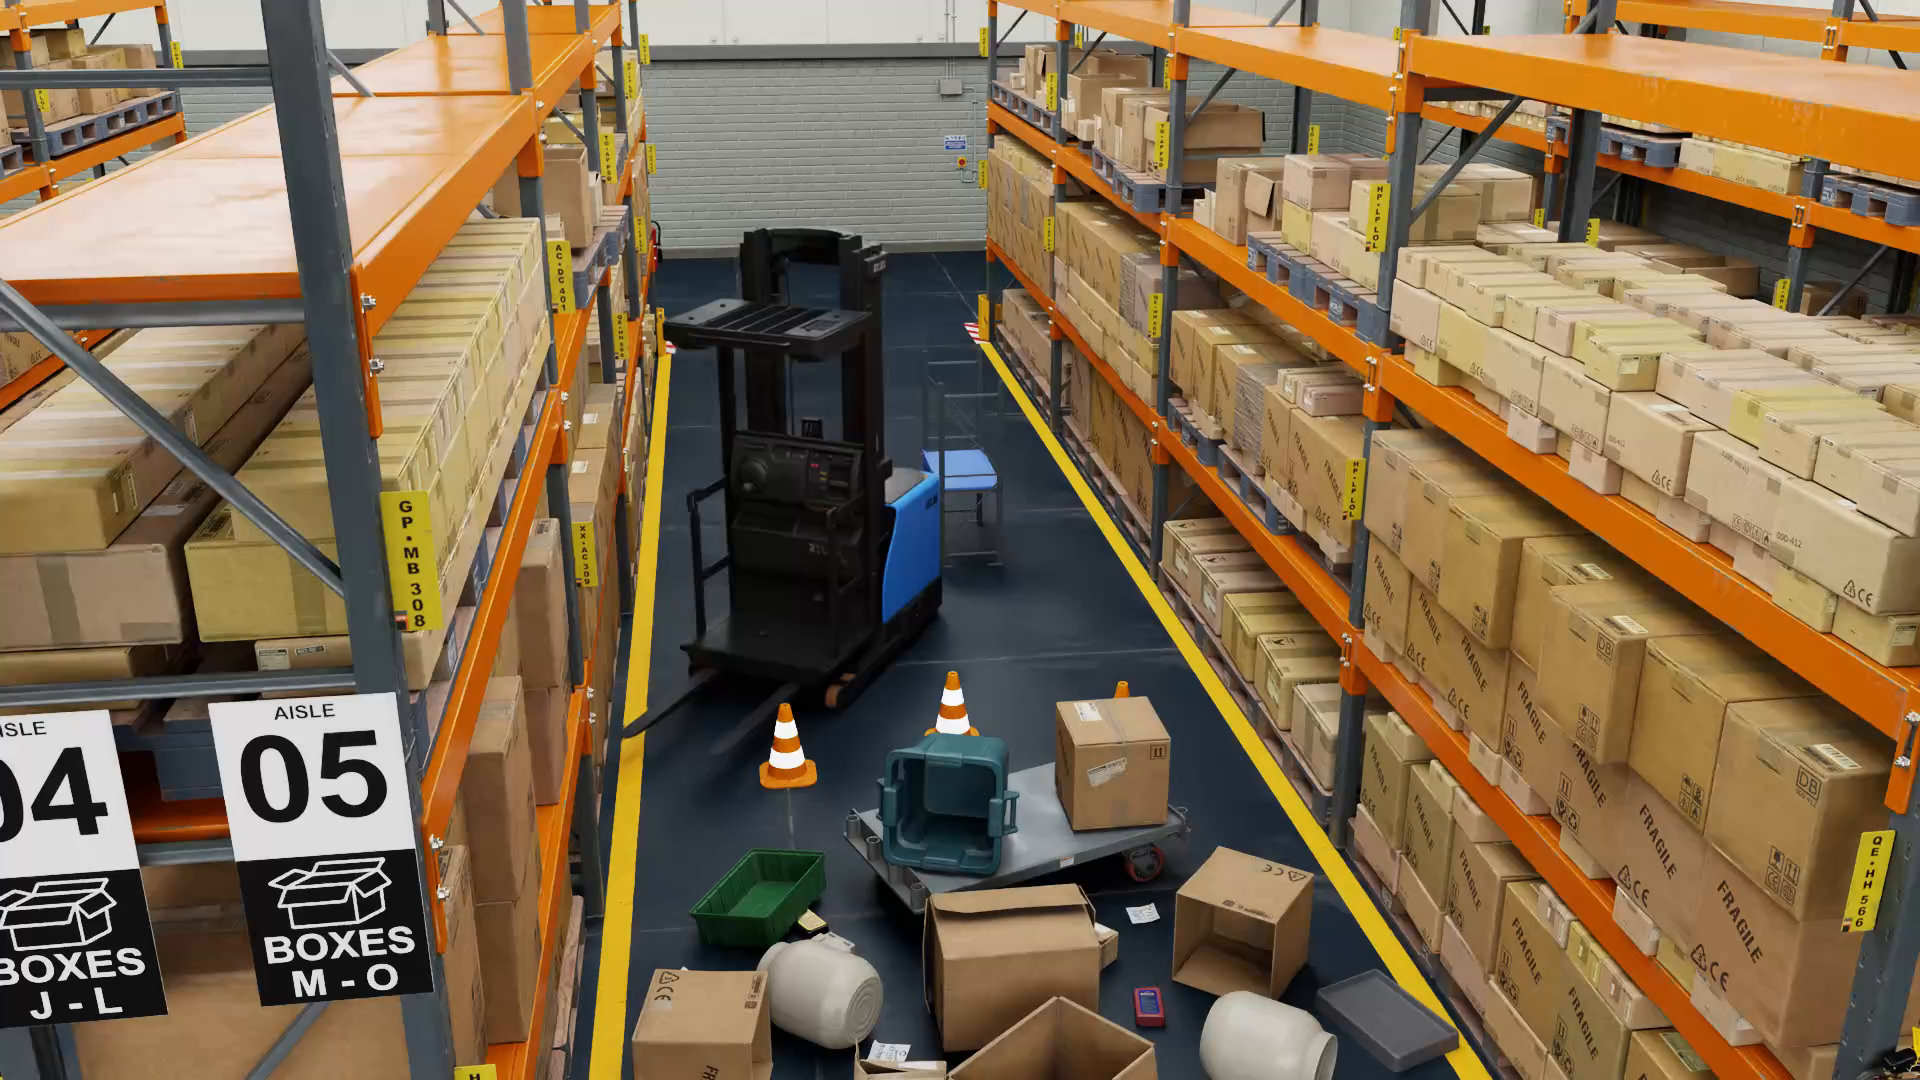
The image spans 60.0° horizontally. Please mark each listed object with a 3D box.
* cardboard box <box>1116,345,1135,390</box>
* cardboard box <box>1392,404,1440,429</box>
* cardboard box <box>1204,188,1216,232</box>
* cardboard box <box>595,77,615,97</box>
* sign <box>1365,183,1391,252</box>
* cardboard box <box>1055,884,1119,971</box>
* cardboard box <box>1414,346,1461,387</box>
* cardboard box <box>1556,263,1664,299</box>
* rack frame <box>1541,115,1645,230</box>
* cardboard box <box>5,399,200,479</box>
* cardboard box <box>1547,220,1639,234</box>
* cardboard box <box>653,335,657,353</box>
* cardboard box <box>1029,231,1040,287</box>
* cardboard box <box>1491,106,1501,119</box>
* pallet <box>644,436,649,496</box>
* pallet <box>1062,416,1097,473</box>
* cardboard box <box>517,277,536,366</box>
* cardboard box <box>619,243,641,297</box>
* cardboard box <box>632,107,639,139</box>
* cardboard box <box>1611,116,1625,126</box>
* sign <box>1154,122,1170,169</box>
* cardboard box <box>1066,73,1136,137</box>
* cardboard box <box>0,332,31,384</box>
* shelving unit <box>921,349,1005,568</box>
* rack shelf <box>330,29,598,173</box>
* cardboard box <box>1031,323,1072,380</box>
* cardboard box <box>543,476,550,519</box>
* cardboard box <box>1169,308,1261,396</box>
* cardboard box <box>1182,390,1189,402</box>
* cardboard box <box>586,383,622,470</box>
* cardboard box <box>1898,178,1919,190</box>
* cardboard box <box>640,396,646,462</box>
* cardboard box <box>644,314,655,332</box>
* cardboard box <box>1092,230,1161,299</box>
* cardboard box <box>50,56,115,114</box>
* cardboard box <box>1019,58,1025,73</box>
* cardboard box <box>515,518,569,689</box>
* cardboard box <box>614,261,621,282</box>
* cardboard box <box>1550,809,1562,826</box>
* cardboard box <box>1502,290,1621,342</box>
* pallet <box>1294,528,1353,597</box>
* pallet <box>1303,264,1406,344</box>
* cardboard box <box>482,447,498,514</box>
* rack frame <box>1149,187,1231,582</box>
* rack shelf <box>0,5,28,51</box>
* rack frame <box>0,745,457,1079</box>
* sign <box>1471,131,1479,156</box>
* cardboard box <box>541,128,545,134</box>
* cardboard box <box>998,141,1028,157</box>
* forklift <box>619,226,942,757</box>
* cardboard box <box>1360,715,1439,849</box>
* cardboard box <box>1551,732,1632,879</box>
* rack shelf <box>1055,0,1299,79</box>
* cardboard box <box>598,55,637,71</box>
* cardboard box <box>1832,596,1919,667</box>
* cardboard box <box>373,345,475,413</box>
[{"bbox_3d":[1.558,-1.397,13.384,0.500,0.250,0.500,-3,21,-7],"label":"cardboard box"},{"bbox_3d":[2.697,-0.477,9.539,0.500,0.500,0.500,-3,21,-8],"label":"cardboard box"},{"bbox_3d":[1.891,-2.265,11.399,0.396,0.266,0.258,-3,21,-8],"label":"cardboard box"},{"bbox_3d":[-3.285,-4.098,15.045,0.380,0.149,0.250,-3,21,-9],"label":"cardboard box"},{"bbox_3d":[2.005,-1.547,7.982,0.100,0.325,0.005,-3,21,-8],"label":"sign"},{"bbox_3d":[0.547,1.927,8.178,0.396,0.266,0.258,17,27,39],"label":"cardboard box"},{"bbox_3d":[2.336,-0.818,7.691,0.380,0.149,0.250,-3,21,-8],"label":"cardboard box"},{"bbox_3d":[2.878,-1.126,7.376,0.380,0.149,0.250,-2,21,-6],"label":"cardboard box"},{"bbox_3d":[6.312,-2.766,16.834,1.000,3.000,0.127,-3,21,-8],"label":"rack frame"},{"bbox_3d":[-2.209,-0.254,4.299,0.380,0.149,0.250,-3,21,-7],"label":"cardboard box"},{"bbox_3d":[6.160,-2.831,16.265,0.700,0.500,0.500,-2,21,-6],"label":"cardboard box"},{"bbox_3d":[-3.640,-2.220,18.847,0.380,0.149,0.250,-2,21,-6],"label":"cardboard box"},{"bbox_3d":[1.001,-2.887,17.015,0.500,0.500,0.500,-3,21,-9],"label":"cardboard box"},{"bbox_3d":[5.865,-4.521,17.604,0.380,0.149,0.250,-2,21,-6],"label":"cardboard box"},{"bbox_3d":[-3.369,-0.654,15.165,1.003,0.211,1.213,-3,21,-8],"label":"pallet"},{"bbox_3d":[1.586,-0.944,15.943,1.003,0.211,1.213,-3,21,-8],"label":"pallet"},{"bbox_3d":[-1.932,-0.845,6.450,0.500,0.250,0.500,-3,21,-8],"label":"cardboard box"},{"bbox_3d":[-3.305,-2.600,15.822,0.500,0.500,0.500,-3,21,-9],"label":"cardboard box"},{"bbox_3d":[-3.426,-4.092,16.313,0.500,0.250,0.500,-2,21,-5],"label":"cardboard box"},{"bbox_3d":[6.111,-3.820,14.985,0.380,0.149,0.250,-3,21,-8],"label":"cardboard box"},{"bbox_3d":[1.427,-2.789,11.756,0.100,0.325,0.005,-3,21,-8],"label":"sign"},{"bbox_3d":[1.241,-3.843,14.688,0.500,0.500,0.500,-3,21,-9],"label":"cardboard box"},{"bbox_3d":[-7.921,-1.561,13.465,0.500,0.500,0.500,-3,21,-8],"label":"cardboard box"},{"bbox_3d":[0.012,-0.673,13.375,0.538,1.500,1.048,-3,21,-8],"label":"shelving unit"},{"bbox_3d":[-2.618,-2.438,8.982,1.077,0.370,4.000,-3,21,-8],"label":"rack shelf"},{"bbox_3d":[1.287,-2.043,17.962,0.875,0.438,0.875,-4,21,-9],"label":"cardboard box"},{"bbox_3d":[-2.407,-0.146,8.249,0.700,0.500,0.500,-3,21,-9],"label":"cardboard box"},{"bbox_3d":[1.813,-1.345,11.861,0.500,0.500,0.500,-4,21,-9],"label":"cardboard box"},{"bbox_3d":[1.840,-1.086,12.096,0.380,0.149,0.250,-4,21,-11],"label":"cardboard box"},{"bbox_3d":[-2.576,-0.749,11.291,0.500,0.500,0.500,-3,21,-8],"label":"cardboard box"},{"bbox_3d":[6.924,-2.644,11.334,0.700,0.500,0.500,-3,21,-9],"label":"cardboard box"},{"bbox_3d":[-3.127,-1.012,15.110,0.500,0.500,0.500,-3,21,-9],"label":"cardboard box"},{"bbox_3d":[-3.590,-2.411,18.507,0.380,0.149,0.250,-3,21,-9],"label":"cardboard box"},{"bbox_3d":[1.431,-2.335,14.110,0.500,0.500,0.500,-3,21,-9],"label":"cardboard box"},{"bbox_3d":[-8.586,-4.352,15.909,0.700,0.500,0.500,-2,21,-5],"label":"cardboard box"},{"bbox_3d":[0.978,-5.326,18.874,0.500,0.250,0.500,-5,21,-13],"label":"cardboard box"},{"bbox_3d":[-2.116,0.278,6.926,0.875,0.550,0.550,-3,21,-8],"label":"cardboard box"},{"bbox_3d":[-3.193,-2.365,14.670,0.380,0.149,0.250,-4,21,-9],"label":"cardboard box"},{"bbox_3d":[2.664,1.109,6.818,0.380,0.149,0.250,-3,21,-8],"label":"cardboard box"},{"bbox_3d":[2.469,-0.924,6.835,0.380,0.149,0.250,-4,21,-10],"label":"cardboard box"},{"bbox_3d":[2.588,0.074,9.506,1.003,0.211,1.213,-3,21,-8],"label":"pallet"},{"bbox_3d":[2.570,-1.281,8.839,1.213,0.211,1.003,-3,21,-8],"label":"pallet"},{"bbox_3d":[-1.667,-0.178,5.233,0.380,0.149,0.250,-3,21,-8],"label":"cardboard box"},{"bbox_3d":[1.977,-1.129,12.452,1.000,3.000,0.127,-3,21,-8],"label":"rack frame"},{"bbox_3d":[-8.118,-3.608,12.114,1.077,0.370,4.000,-3,21,-8],"label":"rack shelf"},{"bbox_3d":[-1.753,1.925,4.274,1.000,3.000,0.127,-3,21,-8],"label":"rack frame"},{"bbox_3d":[6.287,-4.862,20.341,0.100,0.325,0.005,-3,21,-8],"label":"sign"},{"bbox_3d":[-3.393,-2.827,12.569,0.500,0.500,0.500,-3,21,-8],"label":"cardboard box"},{"bbox_3d":[0.633,-4.398,18.706,0.380,0.149,0.250,-2,21,-6],"label":"cardboard box"},{"bbox_3d":[-1.157,-0.437,10.698,1.130,2.935,3.031,8,22,21],"label":"forklift"},{"bbox_3d":[2.372,1.214,8.437,0.500,0.500,0.500,-2,21,-5],"label":"cardboard box"},{"bbox_3d":[2.643,0.933,6.362,0.500,0.500,0.500,-3,21,-8],"label":"cardboard box"},{"bbox_3d":[1.689,-4.108,13.453,1.077,0.370,4.000,-3,21,-8],"label":"rack shelf"},{"bbox_3d":[-3.599,-5.005,17.472,0.380,0.149,0.250,-3,21,-7],"label":"cardboard box"},{"bbox_3d":[2.802,0.244,4.848,0.380,0.149,0.250,-3,21,-8],"label":"cardboard box"},{"bbox_3d":[-1.632,-0.463,4.858,0.380,0.149,0.250,-3,21,-9],"label":"cardboard box"}]
